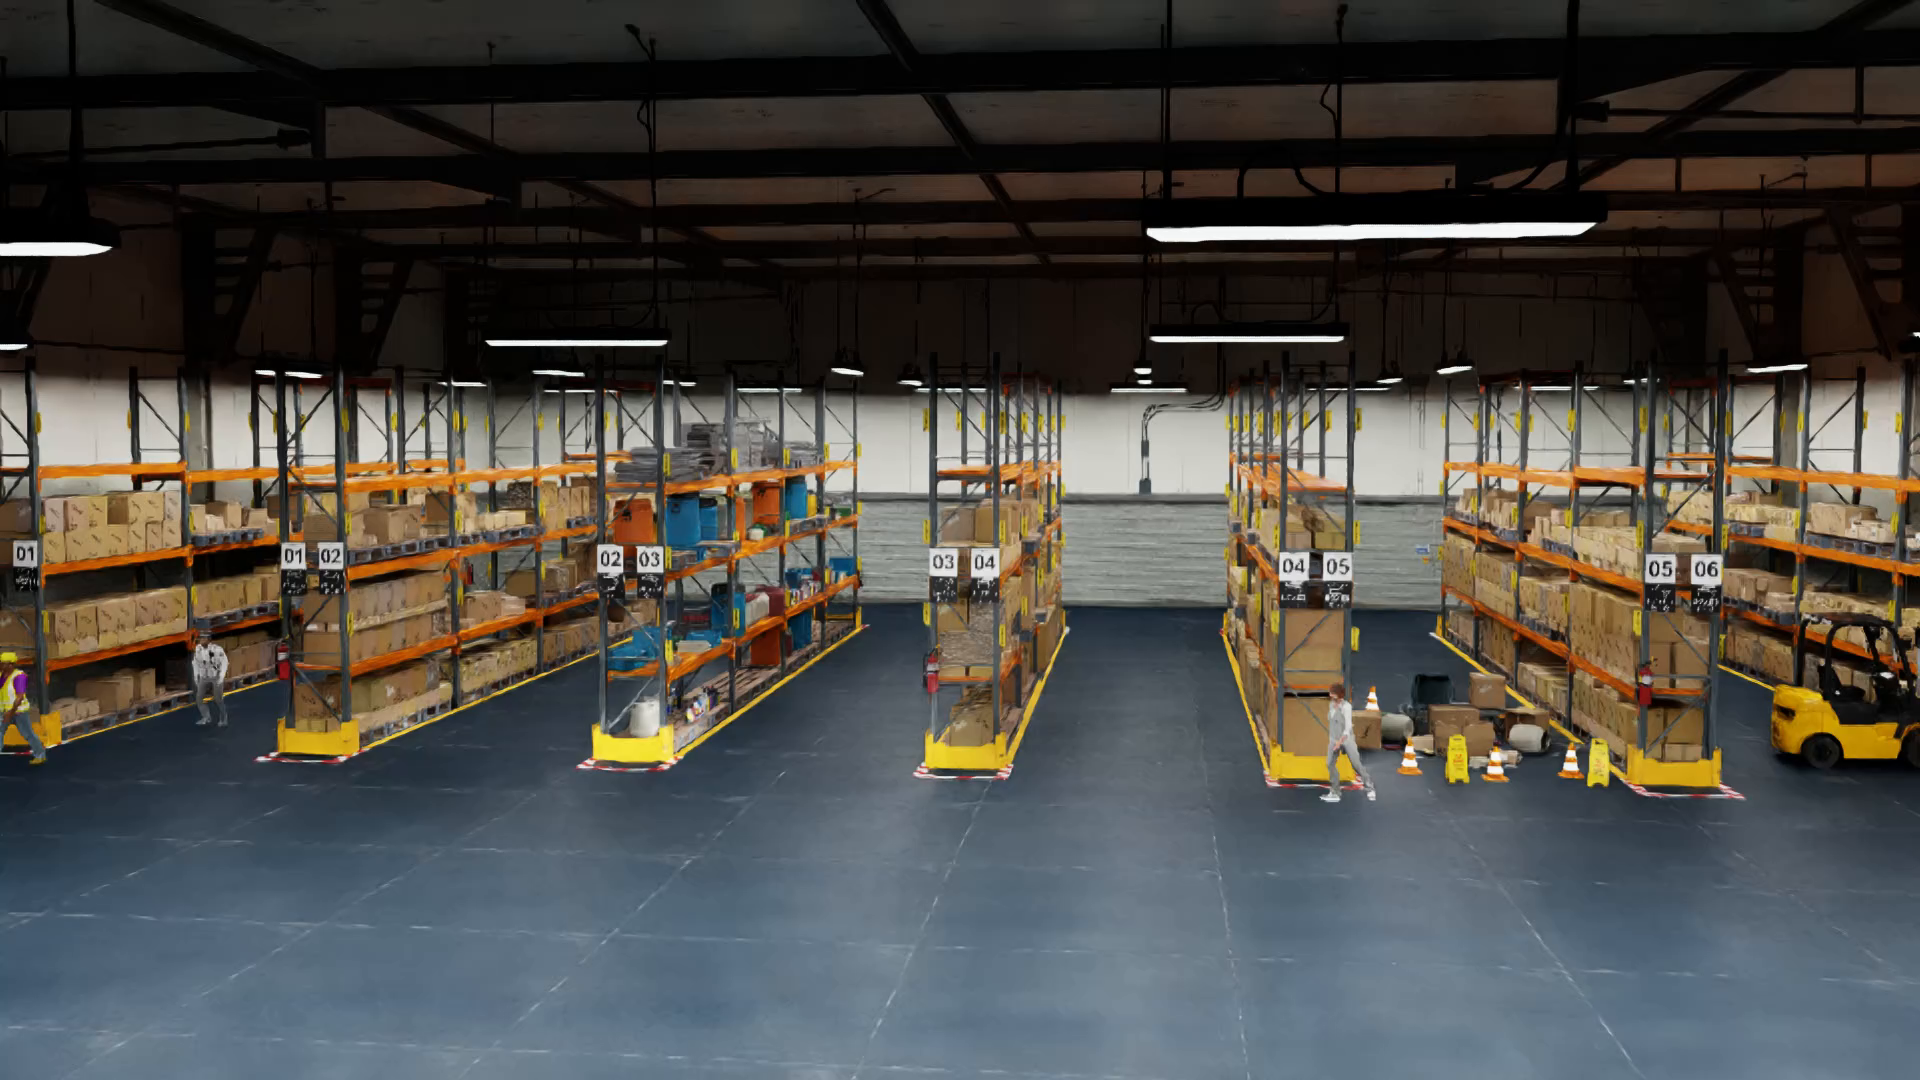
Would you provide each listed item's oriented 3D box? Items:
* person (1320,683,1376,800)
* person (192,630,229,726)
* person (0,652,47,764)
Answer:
[{"bbox_3d":[5.151,2.674,21.948,0.644,1.553,0.593,-2,5,-32],"label":"person"},{"bbox_3d":[-12.328,2.263,27.353,0.639,1.628,0.512,0,4,6],"label":"person"},{"bbox_3d":[-13.654,2.449,23.916,0.564,1.708,1.041,1,4,15],"label":"person"}]
